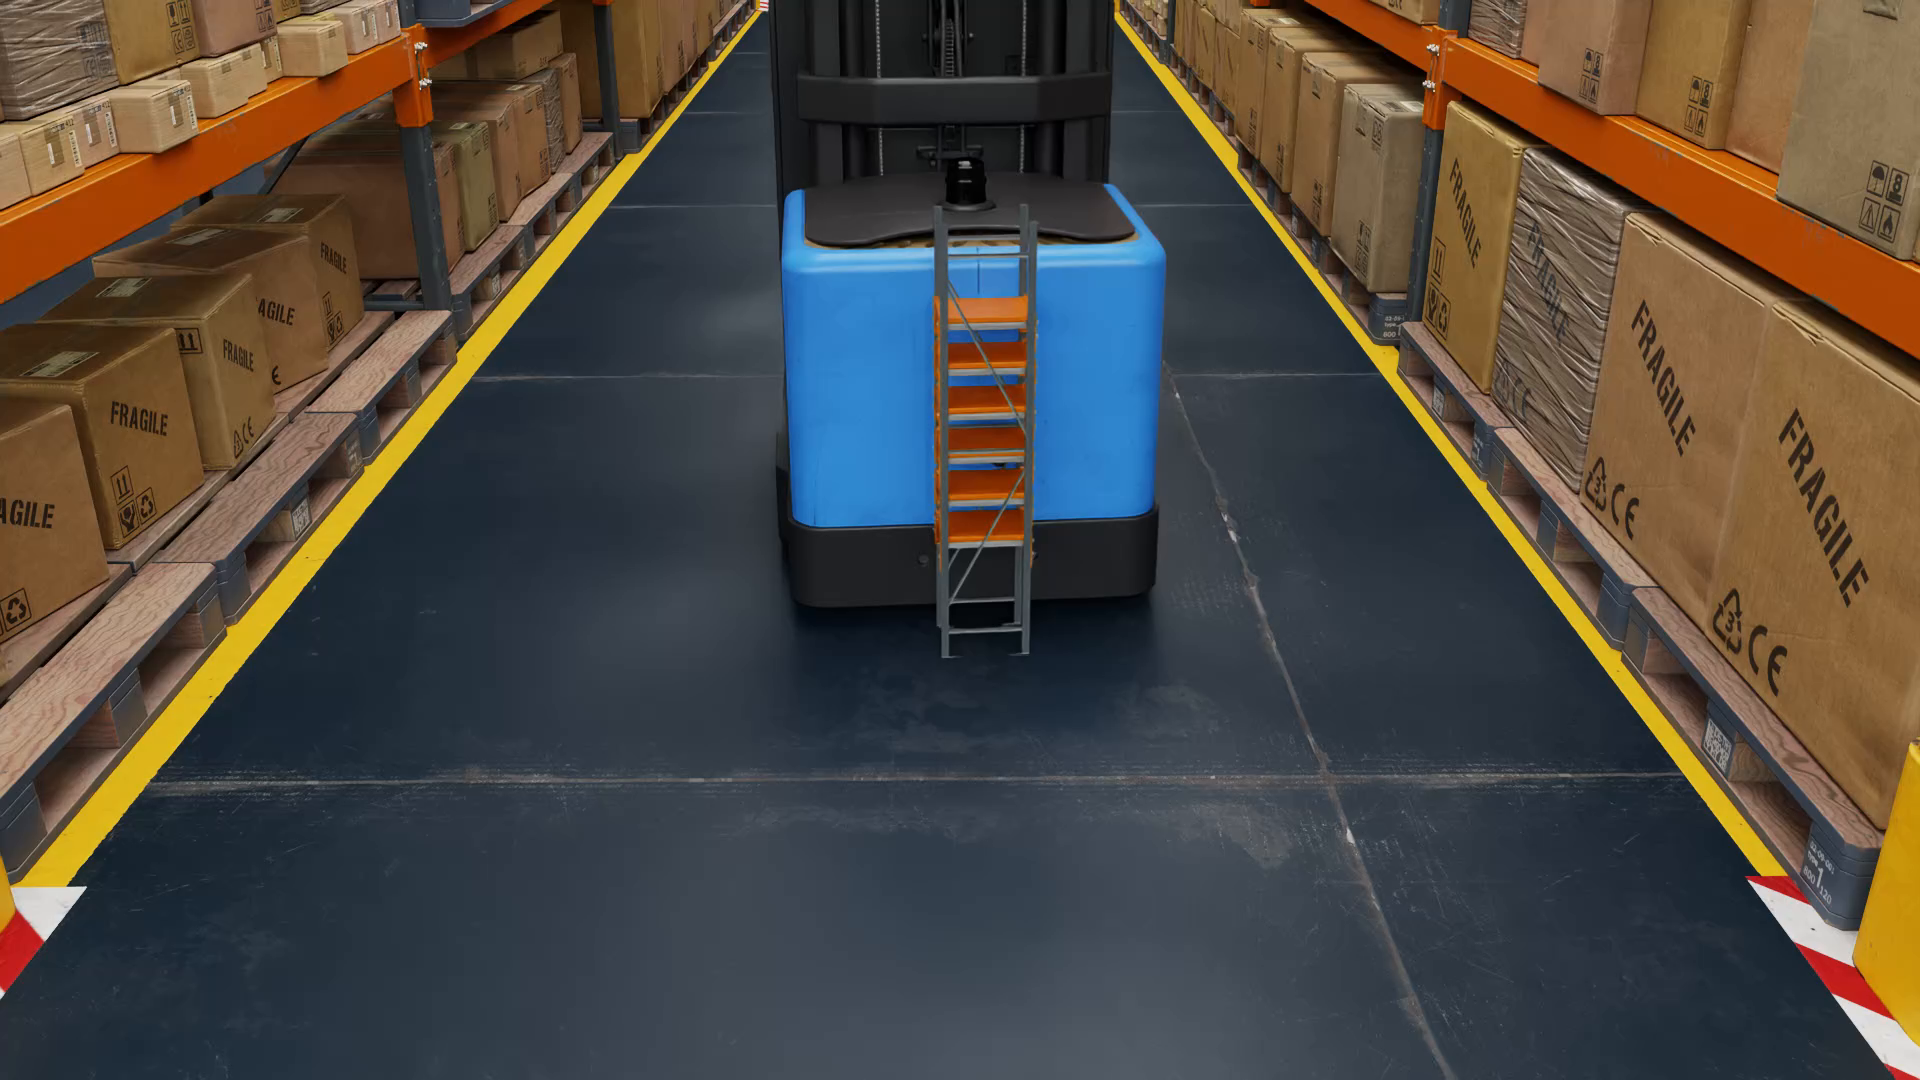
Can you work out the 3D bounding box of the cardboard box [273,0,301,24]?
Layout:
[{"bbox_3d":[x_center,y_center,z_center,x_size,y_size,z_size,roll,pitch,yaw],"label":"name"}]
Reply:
[{"bbox_3d":[-2.703,-1.932,5.399,0.875,0.500,0.500,0,24,-1],"label":"cardboard box"}]

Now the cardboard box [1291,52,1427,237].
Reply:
[{"bbox_3d":[2.241,-1.943,8.126,1.050,0.750,0.750,0,24,-1],"label":"cardboard box"}]

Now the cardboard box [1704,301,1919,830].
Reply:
[{"bbox_3d":[2.315,0.022,3.629,0.875,0.875,0.875,0,24,0],"label":"cardboard box"}]

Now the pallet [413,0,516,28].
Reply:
[{"bbox_3d":[-2.479,-2.371,7.085,1.003,0.211,1.213,0,24,-1],"label":"pallet"}]

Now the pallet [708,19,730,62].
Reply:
[{"bbox_3d":[-2.633,-4.482,14.905,1.003,0.211,1.213,0,24,-1],"label":"pallet"}]

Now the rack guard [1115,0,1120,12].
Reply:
[{"bbox_3d":[2.215,-5.898,17.684,1.175,0.500,0.348,0,24,-1],"label":"rack guard"}]

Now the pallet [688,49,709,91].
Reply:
[{"bbox_3d":[-2.620,-3.851,13.509,1.003,0.211,1.213,0,24,-1],"label":"pallet"}]

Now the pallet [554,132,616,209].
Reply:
[{"bbox_3d":[-2.653,-2.198,9.855,1.003,0.211,1.213,0,24,-1],"label":"pallet"}]

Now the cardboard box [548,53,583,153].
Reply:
[{"bbox_3d":[-2.632,-2.577,9.806,0.700,0.500,0.500,-2,24,-3],"label":"cardboard box"}]

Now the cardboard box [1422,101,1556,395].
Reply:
[{"bbox_3d":[2.282,-1.087,6.083,0.875,0.875,0.875,0,24,0],"label":"cardboard box"}]

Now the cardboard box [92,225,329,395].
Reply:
[{"bbox_3d":[-2.638,-0.794,5.890,0.500,0.500,0.500,8,25,16],"label":"cardboard box"}]

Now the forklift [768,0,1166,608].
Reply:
[{"bbox_3d":[-0.079,-1.716,5.487,1.130,2.935,3.031,-2,24,-4],"label":"forklift"}]

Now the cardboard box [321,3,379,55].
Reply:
[{"bbox_3d":[-2.327,-1.838,5.979,0.380,0.149,0.250,0,24,-1],"label":"cardboard box"}]

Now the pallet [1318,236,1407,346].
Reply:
[{"bbox_3d":[2.261,-1.171,7.582,1.003,0.211,1.213,0,24,-1],"label":"pallet"}]

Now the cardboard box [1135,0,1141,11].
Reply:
[{"bbox_3d":[1.901,-5.220,16.101,0.380,0.149,0.250,-1,24,-3],"label":"cardboard box"}]

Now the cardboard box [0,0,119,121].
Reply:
[{"bbox_3d":[-2.639,-1.314,4.033,0.875,0.500,0.500,0,24,-1],"label":"cardboard box"}]

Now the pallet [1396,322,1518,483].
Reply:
[{"bbox_3d":[2.275,-0.539,6.186,1.003,0.211,1.213,0,24,-1],"label":"pallet"}]

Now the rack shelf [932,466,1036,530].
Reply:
[{"bbox_3d":[0.062,-0.114,4.446,0.258,0.103,0.180,-2,24,-4],"label":"rack shelf"}]

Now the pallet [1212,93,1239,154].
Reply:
[{"bbox_3d":[2.294,-2.823,11.236,1.003,0.211,1.213,0,24,-1],"label":"pallet"}]

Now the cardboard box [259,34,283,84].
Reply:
[{"bbox_3d":[-2.399,-1.529,5.295,0.380,0.149,0.250,0,24,-1],"label":"cardboard box"}]

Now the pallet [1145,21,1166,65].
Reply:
[{"bbox_3d":[2.215,-4.426,14.780,1.003,0.211,1.213,0,24,-1],"label":"pallet"}]

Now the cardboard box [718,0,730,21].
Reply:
[{"bbox_3d":[-2.640,-5.306,15.410,0.875,0.875,0.875,0,24,-1],"label":"cardboard box"}]

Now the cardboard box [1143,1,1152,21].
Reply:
[{"bbox_3d":[1.901,-4.899,15.392,0.380,0.149,0.250,0,24,-1],"label":"cardboard box"}]

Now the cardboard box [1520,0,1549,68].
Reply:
[{"bbox_3d":[2.389,-1.813,5.437,0.875,0.550,0.550,0,24,-1],"label":"cardboard box"}]

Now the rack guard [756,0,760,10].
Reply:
[{"bbox_3d":[-2.747,-5.959,17.818,1.175,0.500,0.348,0,24,-1],"label":"rack guard"}]

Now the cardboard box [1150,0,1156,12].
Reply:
[{"bbox_3d":[1.900,-4.798,14.808,0.380,0.149,0.250,-1,24,-2],"label":"cardboard box"}]

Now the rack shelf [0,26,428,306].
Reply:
[{"bbox_3d":[-2.594,-0.991,4.674,1.077,0.370,4.000,0,24,-1],"label":"rack shelf"}]

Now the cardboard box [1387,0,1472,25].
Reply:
[{"bbox_3d":[2.072,-2.383,6.757,0.500,0.500,0.500,0,24,-1],"label":"cardboard box"}]

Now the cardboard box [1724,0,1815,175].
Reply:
[{"bbox_3d":[2.431,-1.154,3.980,0.875,0.550,0.550,0,24,-1],"label":"cardboard box"}]

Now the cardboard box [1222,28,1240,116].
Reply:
[{"bbox_3d":[2.032,-3.094,10.975,0.500,0.500,0.500,0,24,-1],"label":"cardboard box"}]

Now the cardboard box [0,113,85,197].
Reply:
[{"bbox_3d":[-2.328,-0.911,3.929,0.380,0.149,0.250,0,24,-1],"label":"cardboard box"}]

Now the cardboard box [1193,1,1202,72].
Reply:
[{"bbox_3d":[2.027,-3.733,12.387,0.500,0.500,0.500,0,24,0],"label":"cardboard box"}]

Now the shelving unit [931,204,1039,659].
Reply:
[{"bbox_3d":[0.062,-0.264,4.378,0.258,1.200,0.189,-2,24,-4],"label":"shelving unit"}]

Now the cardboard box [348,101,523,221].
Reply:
[{"bbox_3d":[-2.594,-1.885,8.276,0.700,0.500,0.500,-2,24,-5],"label":"cardboard box"}]

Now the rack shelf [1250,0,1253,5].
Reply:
[{"bbox_3d":[2.279,-4.268,11.920,1.077,0.370,4.000,0,24,-1],"label":"rack shelf"}]

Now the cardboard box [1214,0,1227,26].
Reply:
[{"bbox_3d":[2.015,-3.654,11.304,0.500,0.250,0.500,0,24,0],"label":"cardboard box"}]

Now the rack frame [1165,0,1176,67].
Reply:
[{"bbox_3d":[2.257,-5.420,13.594,1.000,3.000,0.127,0,24,-1],"label":"rack frame"}]

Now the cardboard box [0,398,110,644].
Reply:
[{"bbox_3d":[-2.603,-0.050,4.245,0.500,0.500,0.500,6,25,13],"label":"cardboard box"}]

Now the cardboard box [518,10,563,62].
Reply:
[{"bbox_3d":[-2.622,-2.918,9.652,0.500,0.250,0.500,1,24,2],"label":"cardboard box"}]

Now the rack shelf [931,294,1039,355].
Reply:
[{"bbox_3d":[0.062,-0.552,4.248,0.258,0.103,0.180,-2,24,-4],"label":"rack shelf"}]

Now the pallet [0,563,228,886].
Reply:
[{"bbox_3d":[-2.547,0.410,4.088,1.003,0.211,1.213,0,24,-1],"label":"pallet"}]

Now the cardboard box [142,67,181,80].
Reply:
[{"bbox_3d":[-2.392,-1.220,4.611,0.380,0.149,0.250,0,24,-1],"label":"cardboard box"}]

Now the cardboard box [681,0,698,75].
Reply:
[{"bbox_3d":[-2.666,-4.031,12.591,1.225,0.875,0.875,-1,24,-2],"label":"cardboard box"}]
